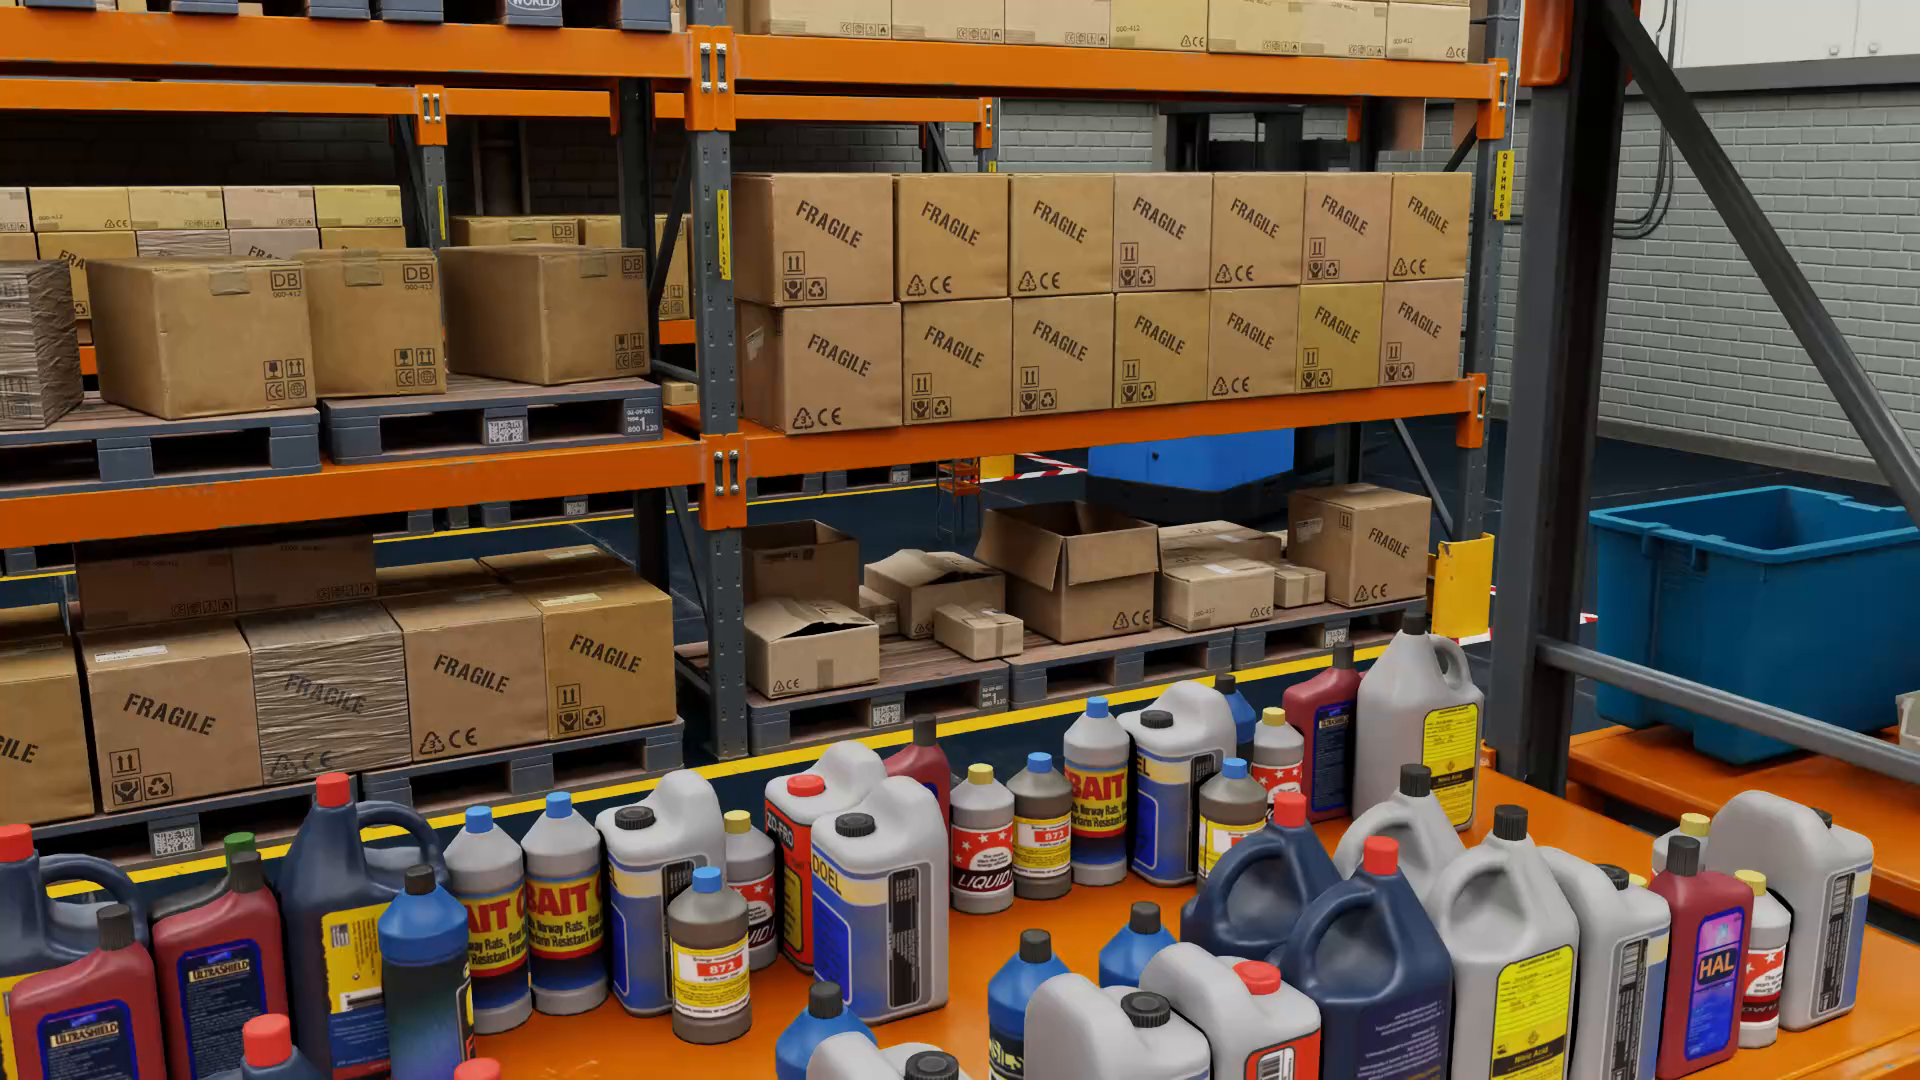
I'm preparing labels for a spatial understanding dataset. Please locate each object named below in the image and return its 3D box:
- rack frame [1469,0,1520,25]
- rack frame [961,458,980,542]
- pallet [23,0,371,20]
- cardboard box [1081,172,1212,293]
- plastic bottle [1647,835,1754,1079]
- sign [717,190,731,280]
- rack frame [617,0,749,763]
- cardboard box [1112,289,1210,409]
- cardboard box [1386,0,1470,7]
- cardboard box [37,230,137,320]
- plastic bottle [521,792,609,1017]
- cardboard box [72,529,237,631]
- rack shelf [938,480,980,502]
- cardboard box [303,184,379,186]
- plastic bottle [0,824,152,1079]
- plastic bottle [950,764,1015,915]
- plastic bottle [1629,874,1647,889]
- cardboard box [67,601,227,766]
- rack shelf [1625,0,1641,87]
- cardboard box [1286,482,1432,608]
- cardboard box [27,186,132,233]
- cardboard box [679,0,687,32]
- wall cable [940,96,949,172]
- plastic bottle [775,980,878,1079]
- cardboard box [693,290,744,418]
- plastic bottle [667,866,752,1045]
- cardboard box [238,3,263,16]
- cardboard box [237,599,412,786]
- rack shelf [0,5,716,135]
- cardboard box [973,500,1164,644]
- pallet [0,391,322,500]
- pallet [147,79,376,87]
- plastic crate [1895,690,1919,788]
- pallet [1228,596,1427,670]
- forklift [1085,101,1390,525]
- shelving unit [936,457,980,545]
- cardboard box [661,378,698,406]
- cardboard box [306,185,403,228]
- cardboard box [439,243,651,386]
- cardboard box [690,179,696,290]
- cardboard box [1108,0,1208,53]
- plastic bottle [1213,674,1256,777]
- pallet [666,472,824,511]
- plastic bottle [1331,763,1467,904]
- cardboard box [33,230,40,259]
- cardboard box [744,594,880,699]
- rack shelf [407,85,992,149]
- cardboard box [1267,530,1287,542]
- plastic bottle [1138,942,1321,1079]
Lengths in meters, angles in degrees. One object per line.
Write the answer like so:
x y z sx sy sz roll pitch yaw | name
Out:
2.366 -4.021 7.982 0.127 3.000 1.000 -7 14 -28 | rack frame
0.068 -0.593 10.513 0.006 1.200 0.240 -7 14 -28 | rack frame
-2.660 -1.881 5.730 1.003 0.211 1.213 -7 14 -28 | pallet
0.760 -1.368 7.353 0.500 0.500 0.500 -6 14 -26 | cardboard box
0.853 0.475 1.932 0.133 0.283 0.061 -7 14 -28 | plastic bottle
-0.876 -1.132 6.170 0.005 0.325 0.100 -7 14 -28 | sign
-1.145 -0.674 6.771 0.127 3.000 1.000 -7 14 -28 | rack frame
0.767 -0.884 7.478 0.500 0.500 0.500 -7 14 -29 | cardboard box
2.037 -2.625 7.814 0.500 0.250 0.500 -7 14 -28 | cardboard box
-5.130 -1.574 9.821 0.500 0.500 0.500 -6 14 -26 | cardboard box
-0.495 0.448 2.079 0.097 0.271 0.097 0 13 0 | plastic bottle
-3.004 0.127 6.195 0.500 0.250 0.500 -7 15 -29 | cardboard box
-0.013 -0.306 10.533 0.180 0.103 0.258 -7 14 -28 | rack shelf
-4.051 -2.199 10.891 0.500 0.250 0.500 -6 14 -26 | cardboard box
-0.972 0.472 1.790 0.185 0.351 0.144 -7 14 -28 | plastic bottle
0.029 0.419 2.366 0.097 0.201 0.097 0 13 0 | plastic bottle
0.799 0.502 2.000 0.097 0.201 0.097 0 13 0 | plastic bottle
-3.036 0.498 6.258 0.500 0.500 0.500 -7 15 -30 | cardboard box
2.980 -1.042 3.212 4.000 0.370 1.077 -7 14 -28 | rack shelf
2.007 0.015 8.402 0.500 0.500 0.500 -7 14 -28 | cardboard box
-5.157 -1.940 9.737 0.500 0.250 0.500 -7 15 -29 | cardboard box
-0.846 -2.166 6.913 0.500 0.250 0.500 -7 14 -28 | cardboard box
0.660 -2.861 14.178 1.851 1.984 0.084 -7 14 -28 | wall cable
-0.127 0.556 1.601 0.097 0.271 0.097 0 13 0 | plastic bottle
-0.829 -0.824 7.213 0.500 0.500 0.500 -7 14 -27 | cardboard box
-0.304 0.497 2.020 0.097 0.201 0.097 0 13 0 | plastic bottle
-4.347 -3.283 10.305 0.500 0.500 0.700 -8 15 -31 | cardboard box
-2.319 0.541 6.063 0.500 0.500 0.500 -7 14 -27 | cardboard box
-2.901 -1.576 5.585 4.000 0.370 1.077 -7 14 -28 | rack shelf
0.501 0.131 7.879 0.637 0.503 0.797 -7 14 -28 | cardboard box
-2.951 -0.365 5.835 1.213 0.211 1.003 -7 14 -28 | pallet
-4.303 -2.892 10.232 1.217 0.209 0.805 -8 15 -30 | pallet
1.702 0.359 2.645 0.243 0.136 0.396 -7 14 -28 | plastic crate
1.600 0.358 8.538 1.213 0.211 1.003 -7 14 -28 | pallet
2.152 -1.756 11.735 1.130 2.935 3.031 10 16 37 | forklift
-0.013 -0.584 10.471 0.189 1.200 0.258 -7 14 -28 | shelving unit
-1.970 -1.044 11.678 0.250 0.149 0.380 -7 15 -29 | cardboard box
-3.809 -2.099 10.445 0.500 0.250 0.500 -6 14 -26 | cardboard box
-1.668 -0.921 6.684 0.700 0.500 0.500 11 17 41 | cardboard box
-0.825 -1.313 7.108 0.500 0.500 0.500 -7 14 -28 | cardboard box
0.718 -2.225 7.173 0.500 0.250 0.500 -7 14 -28 | cardboard box
0.404 0.340 2.558 0.097 0.271 0.097 0 13 0 | plastic bottle
-1.745 -0.462 12.180 1.213 0.211 1.003 -7 14 -28 | pallet
0.506 0.437 1.946 0.185 0.351 0.144 -7 14 -28 | plastic bottle
-5.401 -1.671 10.251 0.500 0.500 0.500 -6 14 -26 | cardboard box
-0.673 0.421 7.029 0.500 0.311 0.500 -7 14 -28 | cardboard box
-1.766 -2.951 11.695 4.000 0.370 1.077 -7 14 -28 | rack shelf
1.834 0.060 9.004 0.250 0.149 0.380 -7 14 -28 | cardboard box
0.271 0.537 1.673 0.135 0.276 0.152 -7 14 -28 | plastic bottle
